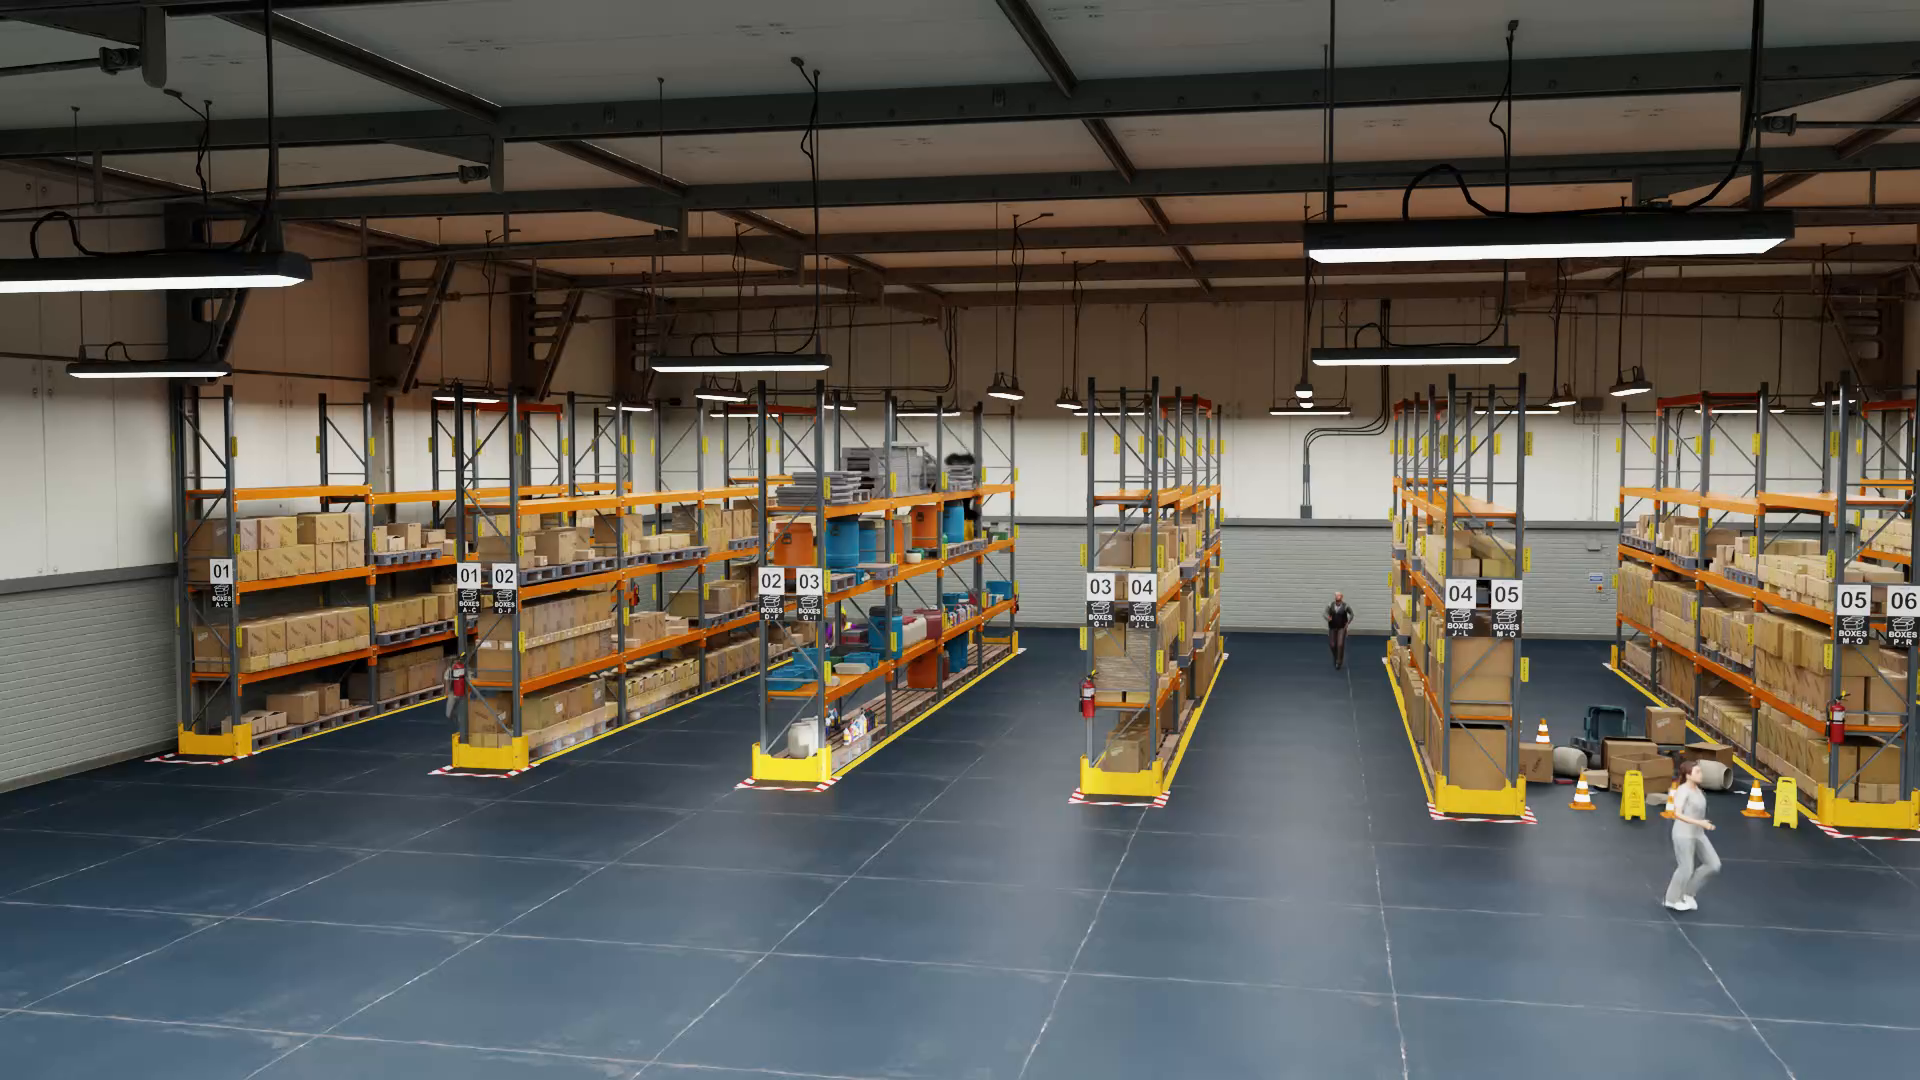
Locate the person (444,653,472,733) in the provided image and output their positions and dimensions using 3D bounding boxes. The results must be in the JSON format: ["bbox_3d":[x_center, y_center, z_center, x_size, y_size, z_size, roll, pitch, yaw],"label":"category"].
[{"bbox_3d":[-8.478,2.666,27.973,0.571,1.543,0.623,0,3,8],"label":"person"}]

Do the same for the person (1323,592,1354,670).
[{"bbox_3d":[8.569,2.039,37.750,0.668,1.737,0.814,2,4,27],"label":"person"}]

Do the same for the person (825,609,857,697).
[{"bbox_3d":[-2.373,2.253,33.431,0.715,1.741,0.822,0,3,7],"label":"person"}]

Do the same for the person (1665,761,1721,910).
[{"bbox_3d":[7.839,3.175,17.797,0.570,1.633,0.602,-2,4,-36],"label":"person"}]
